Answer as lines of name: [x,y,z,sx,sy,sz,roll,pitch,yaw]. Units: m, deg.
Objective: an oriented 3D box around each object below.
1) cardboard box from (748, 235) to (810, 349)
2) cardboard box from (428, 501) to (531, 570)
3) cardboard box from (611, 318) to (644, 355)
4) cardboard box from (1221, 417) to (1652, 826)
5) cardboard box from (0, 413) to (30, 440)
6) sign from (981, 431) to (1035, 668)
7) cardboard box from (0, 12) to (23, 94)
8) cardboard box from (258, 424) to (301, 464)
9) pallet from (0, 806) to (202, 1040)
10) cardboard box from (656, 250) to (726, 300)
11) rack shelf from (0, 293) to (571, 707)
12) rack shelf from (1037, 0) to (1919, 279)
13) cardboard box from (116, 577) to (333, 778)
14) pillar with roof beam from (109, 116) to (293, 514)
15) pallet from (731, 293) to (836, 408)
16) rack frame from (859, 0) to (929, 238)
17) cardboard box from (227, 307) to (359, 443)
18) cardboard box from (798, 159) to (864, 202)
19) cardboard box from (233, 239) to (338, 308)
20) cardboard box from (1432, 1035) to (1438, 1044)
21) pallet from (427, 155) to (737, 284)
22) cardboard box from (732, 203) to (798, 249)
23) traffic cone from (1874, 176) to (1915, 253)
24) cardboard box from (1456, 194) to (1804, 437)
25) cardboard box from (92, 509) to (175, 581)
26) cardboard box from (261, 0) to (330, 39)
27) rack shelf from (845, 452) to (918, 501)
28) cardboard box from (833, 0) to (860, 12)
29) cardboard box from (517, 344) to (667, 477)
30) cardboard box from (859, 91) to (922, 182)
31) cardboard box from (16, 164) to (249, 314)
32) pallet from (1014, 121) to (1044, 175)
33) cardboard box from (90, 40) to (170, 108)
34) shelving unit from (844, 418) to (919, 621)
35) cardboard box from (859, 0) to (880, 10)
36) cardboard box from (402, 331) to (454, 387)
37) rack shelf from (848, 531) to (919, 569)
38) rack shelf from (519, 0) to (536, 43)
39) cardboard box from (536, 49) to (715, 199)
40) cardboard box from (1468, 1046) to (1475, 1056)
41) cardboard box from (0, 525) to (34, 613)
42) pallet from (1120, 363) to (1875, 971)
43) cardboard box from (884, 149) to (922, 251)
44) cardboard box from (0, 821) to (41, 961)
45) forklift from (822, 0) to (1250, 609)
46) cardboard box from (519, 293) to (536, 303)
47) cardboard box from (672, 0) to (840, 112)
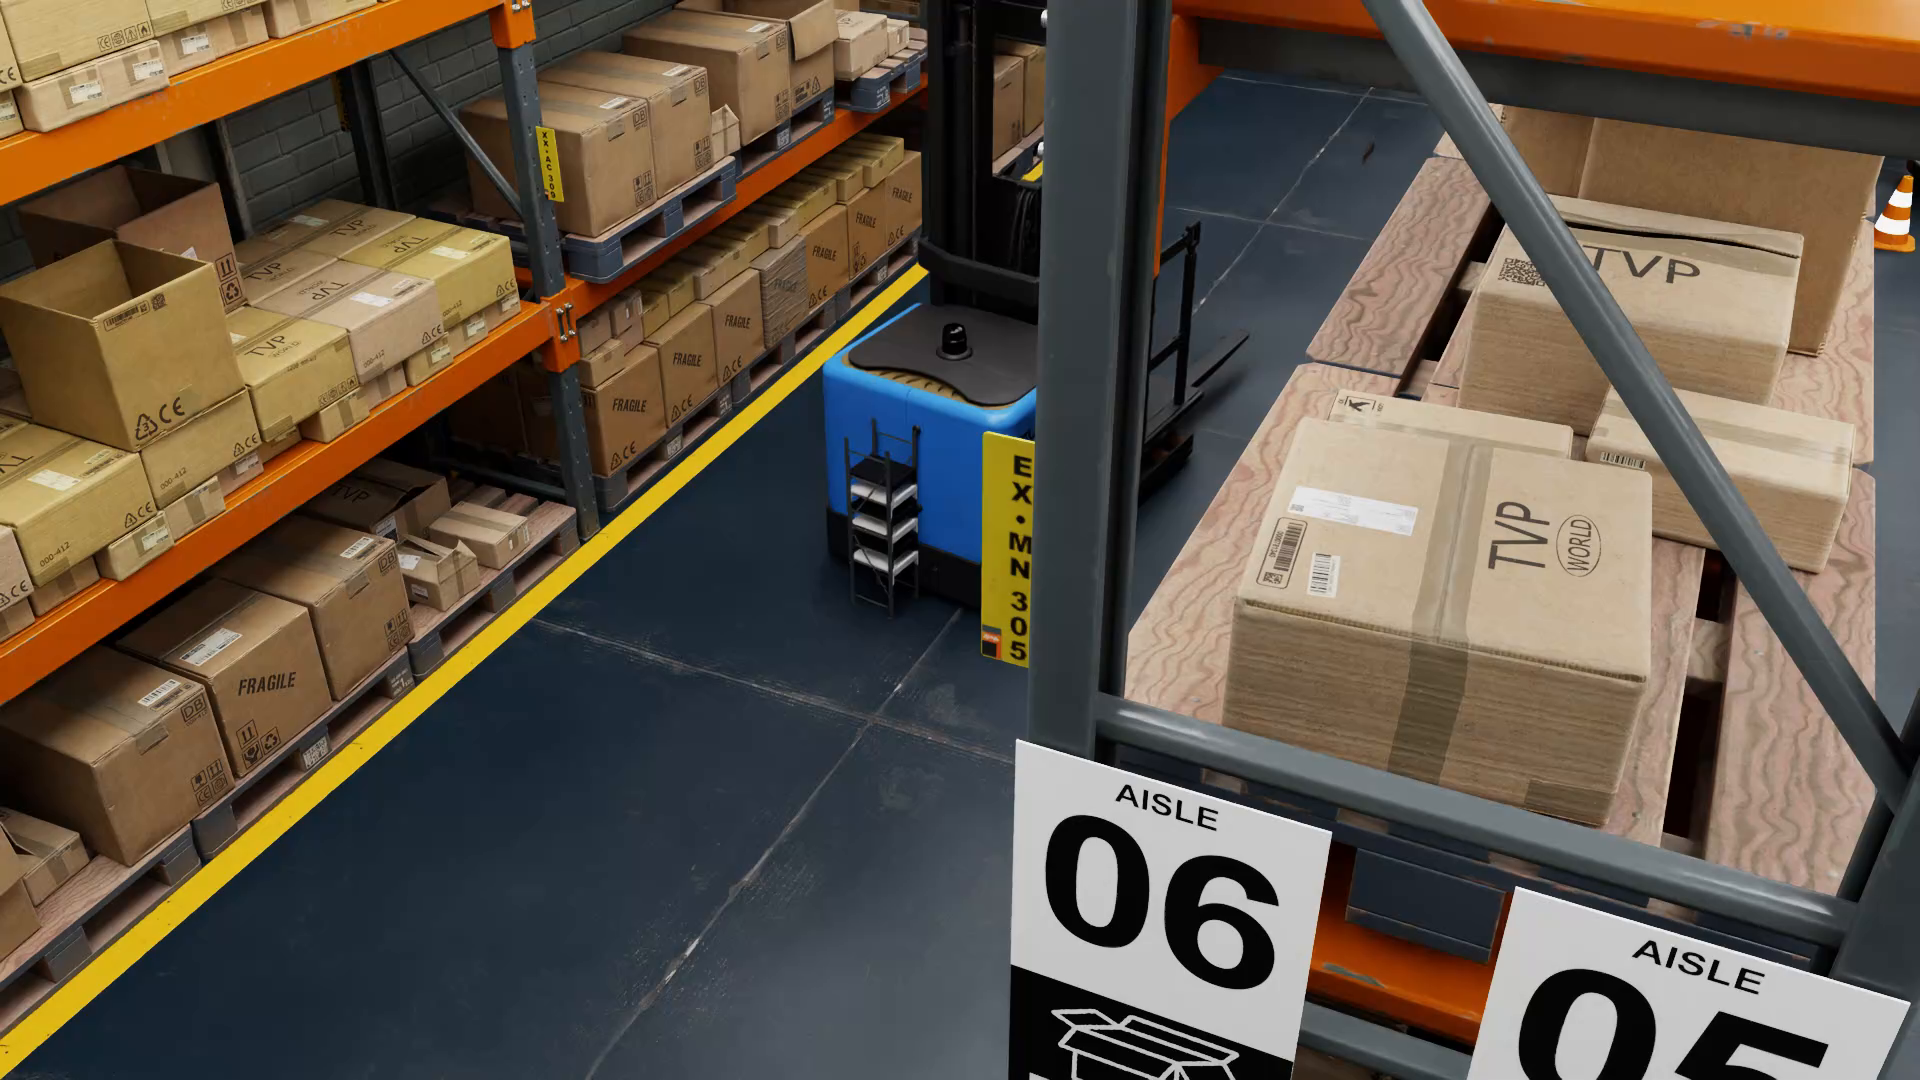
cardboard box: [-1.220,-1.477,9.664,0.500,0.500,0.500,13,35,19]
cardboard box: [-2.243,-0.024,7.768,0.380,0.149,0.250,13,35,19]
cardboard box: [-1.839,-1.060,8.437,0.380,0.149,0.250,13,35,19]
cardboard box: [0.667,0.090,2.305,0.500,0.250,0.500,11,35,16]
cardboard box: [-3.570,-0.247,5.757,0.500,0.250,0.500,15,36,22]
sign: [0.073,0.021,2.012,0.100,0.325,0.005,14,36,20]
cardboard box: [-3.096,-1.378,4.745,0.500,0.250,0.500,13,35,19]
cardboard box: [-2.781,-0.433,6.404,0.380,0.149,0.250,15,36,21]
pallet: [-3.585,1.338,6.018,1.003,0.211,1.213,14,36,20]
cardboard box: [-1.501,-1.446,9.025,0.380,0.149,0.250,14,36,20]
rack shelf: [-3.113,-0.089,6.306,1.077,0.370,4.000,14,36,20]
rack shelf: [1.397,-1.293,3.036,1.077,0.370,4.000,14,36,20]
cardboard box: [-2.903,0.536,6.593,0.500,0.500,0.500,15,36,21]
pillar with roof beam: [0.524,-2.767,4.263,9.100,9.000,0.400,14,36,20]
pallet: [-1.461,-1.243,9.953,1.003,0.211,1.213,14,36,20]
rack frame: [-0.603,-3.378,10.666,1.000,3.000,0.127,14,36,20]
cardboard box: [-2.685,-0.639,6.355,0.500,0.250,0.500,14,36,20]
cardboard box: [-0.816,-2.211,10.192,0.380,0.149,0.250,13,35,19]
cardboard box: [-2.932,-1.011,6.922,0.500,0.250,0.500,14,36,20]
cardboard box: [1.208,1.270,3.486,0.500,0.500,0.500,14,36,20]
pallet: [-1.843,-1.678,8.249,1.003,0.211,1.213,14,36,20]
cardboard box: [-1.160,-1.821,9.597,0.380,0.149,0.250,12,35,18]
traffic cone: [6.334,-2.233,11.234,0.336,0.463,0.334,14,36,20]
cardboard box: [1.232,-0.425,3.034,0.500,0.311,0.500,15,36,21]
cardboard box: [-2.979,-0.019,5.773,0.380,0.149,0.250,13,35,19]
cardboard box: [-2.491,-1.914,5.927,0.380,0.149,0.250,14,36,20]
rack shelf: [-0.351,-0.285,7.432,0.258,0.077,0.200,20,38,27]
cardboard box: [-0.960,-3.375,10.187,0.500,0.500,0.500,16,36,23]
cardboard box: [-1.869,-0.705,8.486,0.500,0.500,0.500,16,36,23]
cardboard box: [-0.329,-2.868,11.671,0.875,0.625,0.625,15,36,22]
cardboard box: [-3.141,-1.080,6.343,0.500,0.500,0.500,13,35,19]
pallet: [0.289,-3.218,12.965,1.003,0.211,1.213,14,36,20]
cardboard box: [-2.776,-1.514,5.318,0.380,0.149,0.250,15,36,21]
shelving unit: [-0.351,-0.087,7.562,0.258,0.900,0.210,20,38,27]
cardboard box: [-0.647,-3.597,11.138,0.500,0.250,0.500,13,36,19]
cardboard box: [-2.356,-0.794,6.955,0.380,0.149,0.250,15,36,22]
rack shelf: [-0.351,0.016,7.630,0.258,0.077,0.200,20,38,27]
rack shelf: [-1.439,-3.335,8.521,1.077,0.370,4.000,14,36,20]
cardboard box: [-1.654,-2.050,8.167,0.700,0.500,0.500,15,36,21]
cardboard box: [0.960,0.899,2.549,0.380,0.149,0.250,15,36,21]
cardboard box: [-3.304,0.130,5.182,0.500,0.250,0.500,15,36,21]
pallet: [0.861,0.154,2.624,1.003,0.211,1.213,14,36,20]
cardboard box: [-0.584,-2.248,10.840,0.500,0.500,0.500,15,36,22]
cardboard box: [-3.608,1.192,5.590,0.797,0.503,0.637,13,35,19]
forklift: [0.585,-1.664,8.115,1.130,2.935,3.031,20,38,27]
cardboard box: [-2.279,-1.169,8.602,0.380,0.149,0.250,14,36,21]
cardboard box: [-1.118,-2.741,9.218,0.797,0.503,0.637,13,36,19]
